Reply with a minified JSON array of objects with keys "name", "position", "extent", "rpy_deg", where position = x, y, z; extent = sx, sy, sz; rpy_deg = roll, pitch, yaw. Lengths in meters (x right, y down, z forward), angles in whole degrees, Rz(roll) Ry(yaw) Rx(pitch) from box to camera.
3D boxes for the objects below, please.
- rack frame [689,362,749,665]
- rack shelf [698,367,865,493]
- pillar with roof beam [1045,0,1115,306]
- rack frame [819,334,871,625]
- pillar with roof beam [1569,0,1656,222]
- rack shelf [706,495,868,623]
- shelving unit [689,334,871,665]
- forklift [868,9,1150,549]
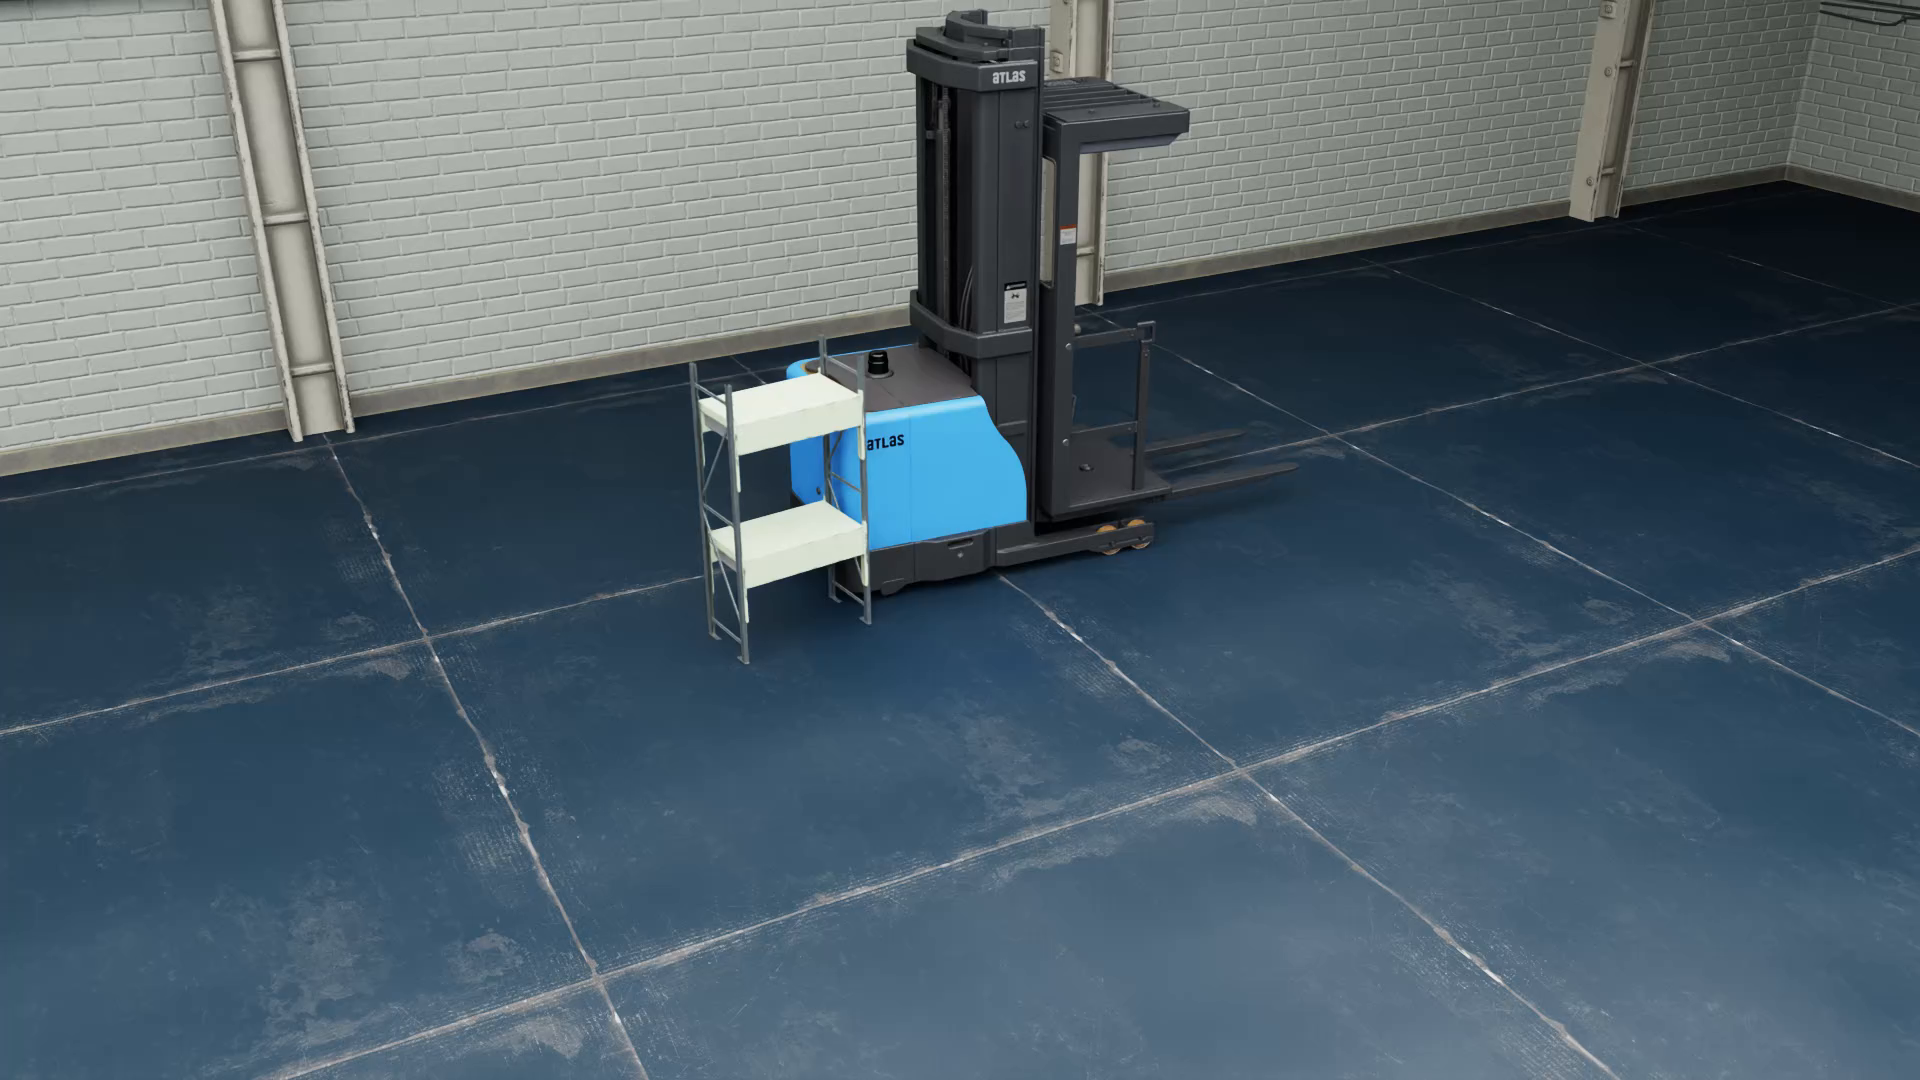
[{"name":"rack frame","position":[-1.193,-0.115,8.256],"extent":[0.023,1.500,0.400],"rpy_deg":[-17,30,-31]},{"name":"rack shelf","position":[-0.893,-0.557,8.277],"extent":[0.720,0.370,0.431],"rpy_deg":[-17,30,-31]},{"name":"pillar with roof beam","position":[2.973,-4.388,8.493],"extent":[0.400,9.000,9.100],"rpy_deg":[-13,29,-25]},{"name":"rack frame","position":[-0.594,-0.297,8.635],"extent":[0.023,1.500,0.400],"rpy_deg":[-17,30,-31]},{"name":"pillar with roof beam","position":[8.267,-5.610,11.038],"extent":[0.400,9.000,9.100],"rpy_deg":[-13,29,-25]},{"name":"rack shelf","position":[-0.893,0.088,8.587],"extent":[0.720,0.370,0.431],"rpy_deg":[-17,30,-31]},{"name":"shelving unit","position":[-0.893,-0.206,8.446],"extent":[0.755,1.500,0.431],"rpy_deg":[-17,30,-31]},{"name":"forklift","position":[0.573,-1.431,9.345],"extent":[3.031,2.935,1.121],"rpy_deg":[-11,28,-22]}]
